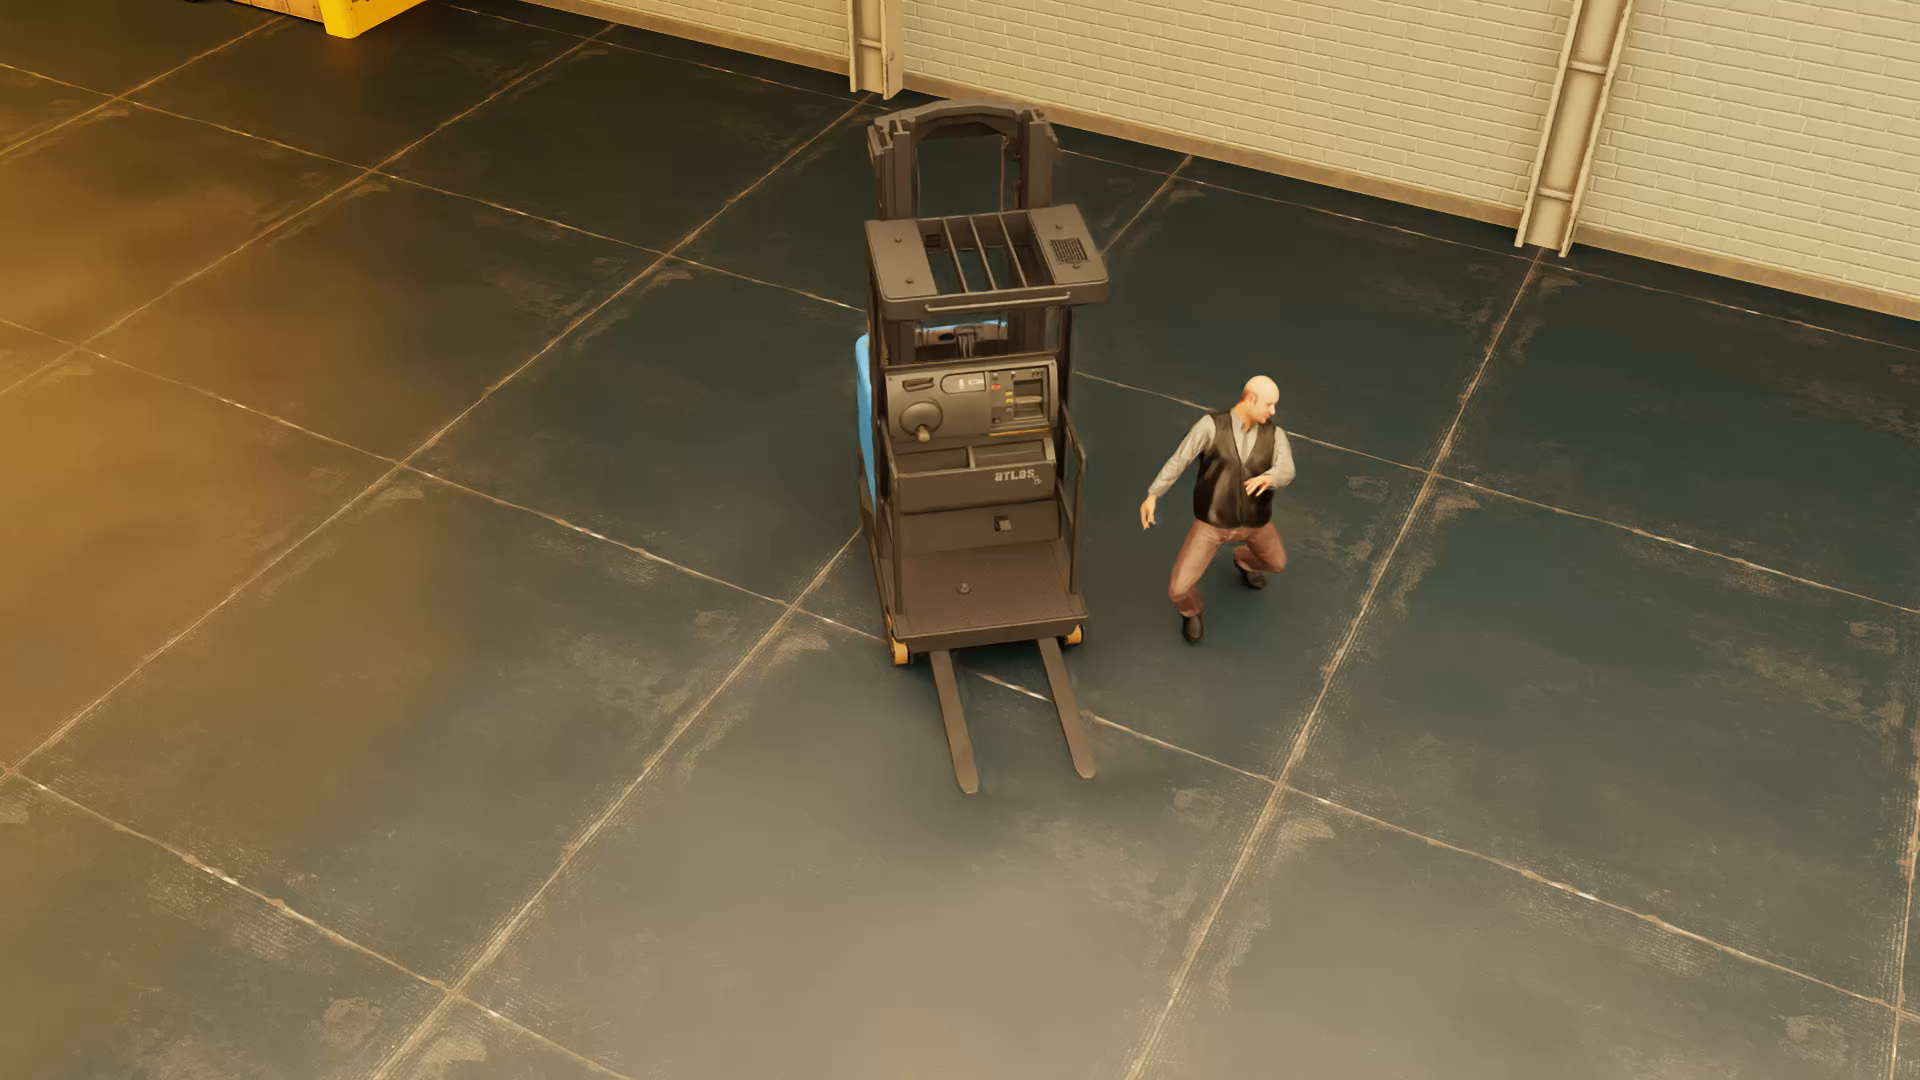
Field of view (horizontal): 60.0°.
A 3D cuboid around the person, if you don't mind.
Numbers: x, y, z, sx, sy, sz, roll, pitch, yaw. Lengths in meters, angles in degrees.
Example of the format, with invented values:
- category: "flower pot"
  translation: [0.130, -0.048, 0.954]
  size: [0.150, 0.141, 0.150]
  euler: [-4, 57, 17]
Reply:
- category: "person"
  translation: [1.423, -0.114, 9.189]
  size: [0.903, 1.517, 0.815]
  euler: [-8, 41, -9]

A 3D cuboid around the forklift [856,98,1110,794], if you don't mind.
- category: "forklift"
  translation: [0.105, -0.669, 8.781]
  size: [1.130, 2.935, 3.031]
  euler: [-6, 40, -7]
